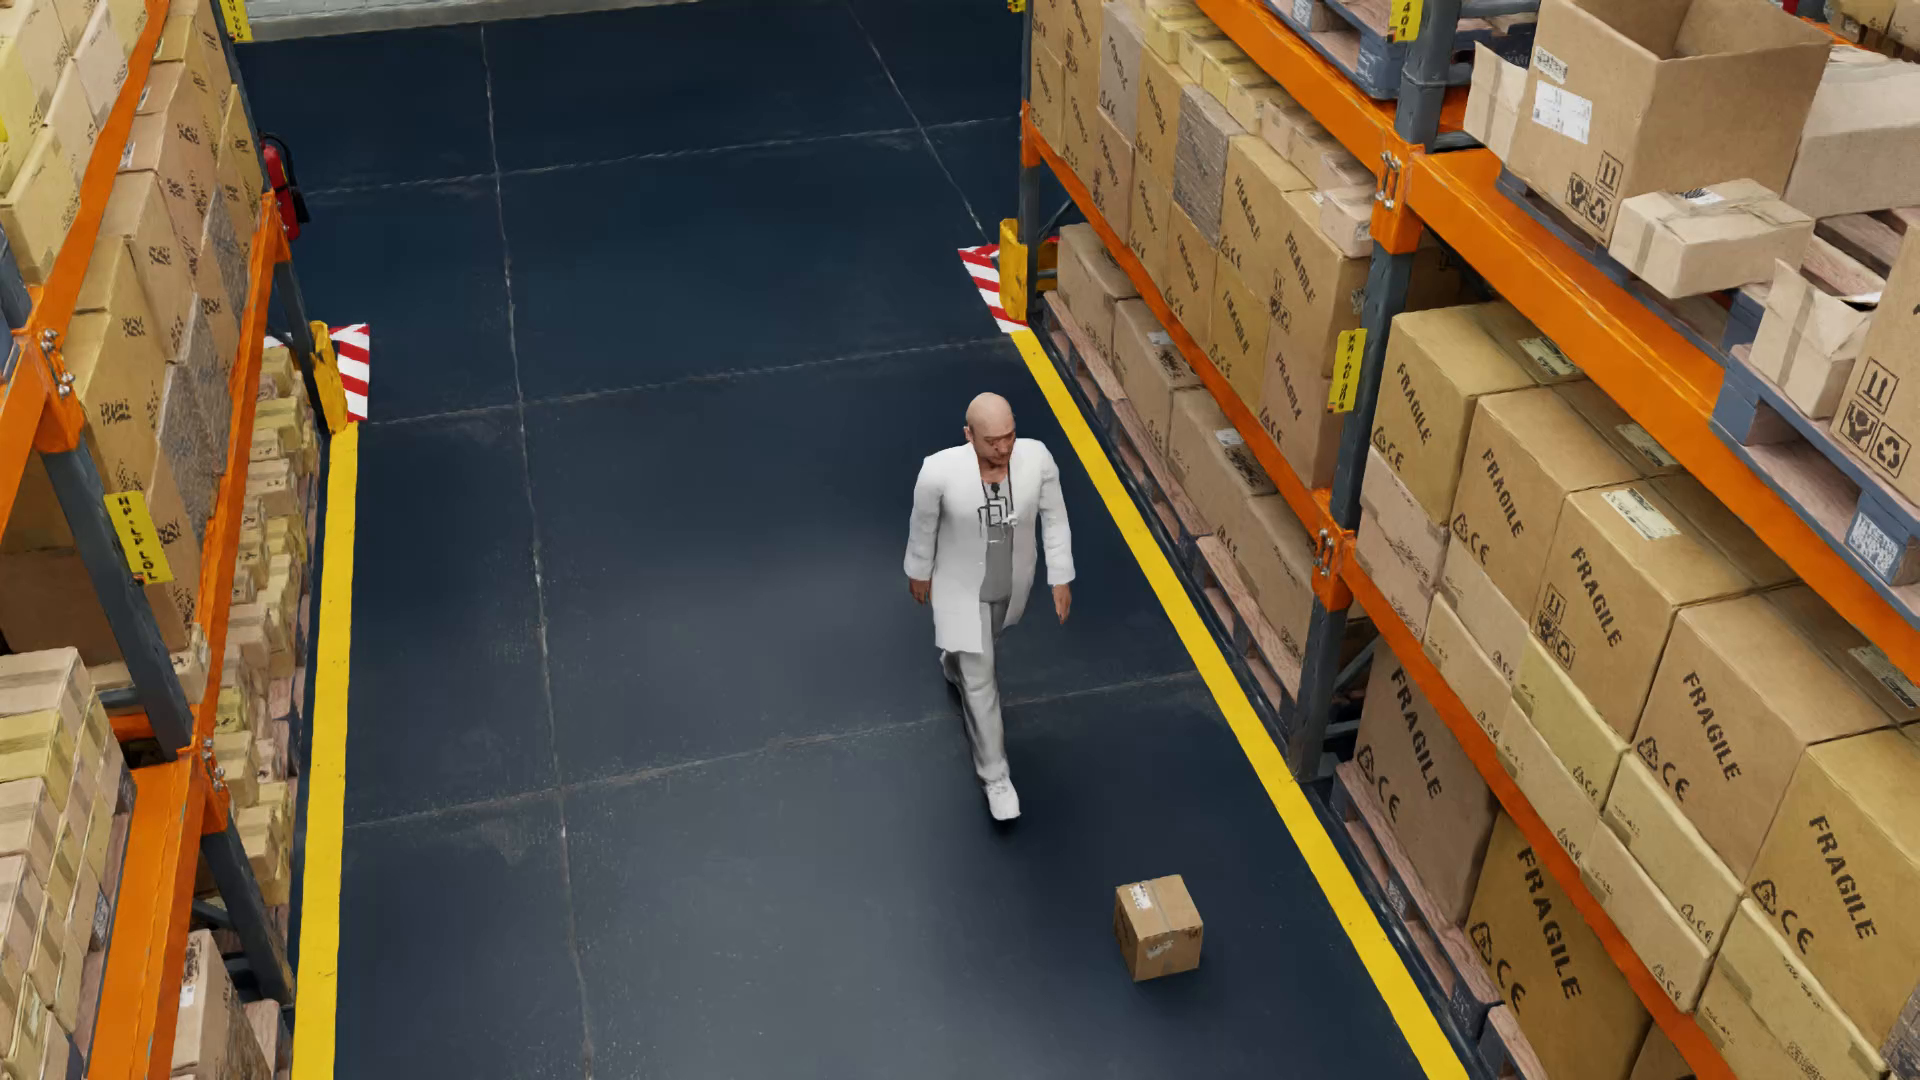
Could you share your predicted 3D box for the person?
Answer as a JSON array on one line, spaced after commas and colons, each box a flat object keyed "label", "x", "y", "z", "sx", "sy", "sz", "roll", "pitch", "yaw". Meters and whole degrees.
[{"label": "person", "x": 0.146, "y": 0.183, "z": 6.495, "sx": 0.606, "sy": 1.730, "sz": 1.025, "roll": -14, "pitch": 40, "yaw": -18}]
